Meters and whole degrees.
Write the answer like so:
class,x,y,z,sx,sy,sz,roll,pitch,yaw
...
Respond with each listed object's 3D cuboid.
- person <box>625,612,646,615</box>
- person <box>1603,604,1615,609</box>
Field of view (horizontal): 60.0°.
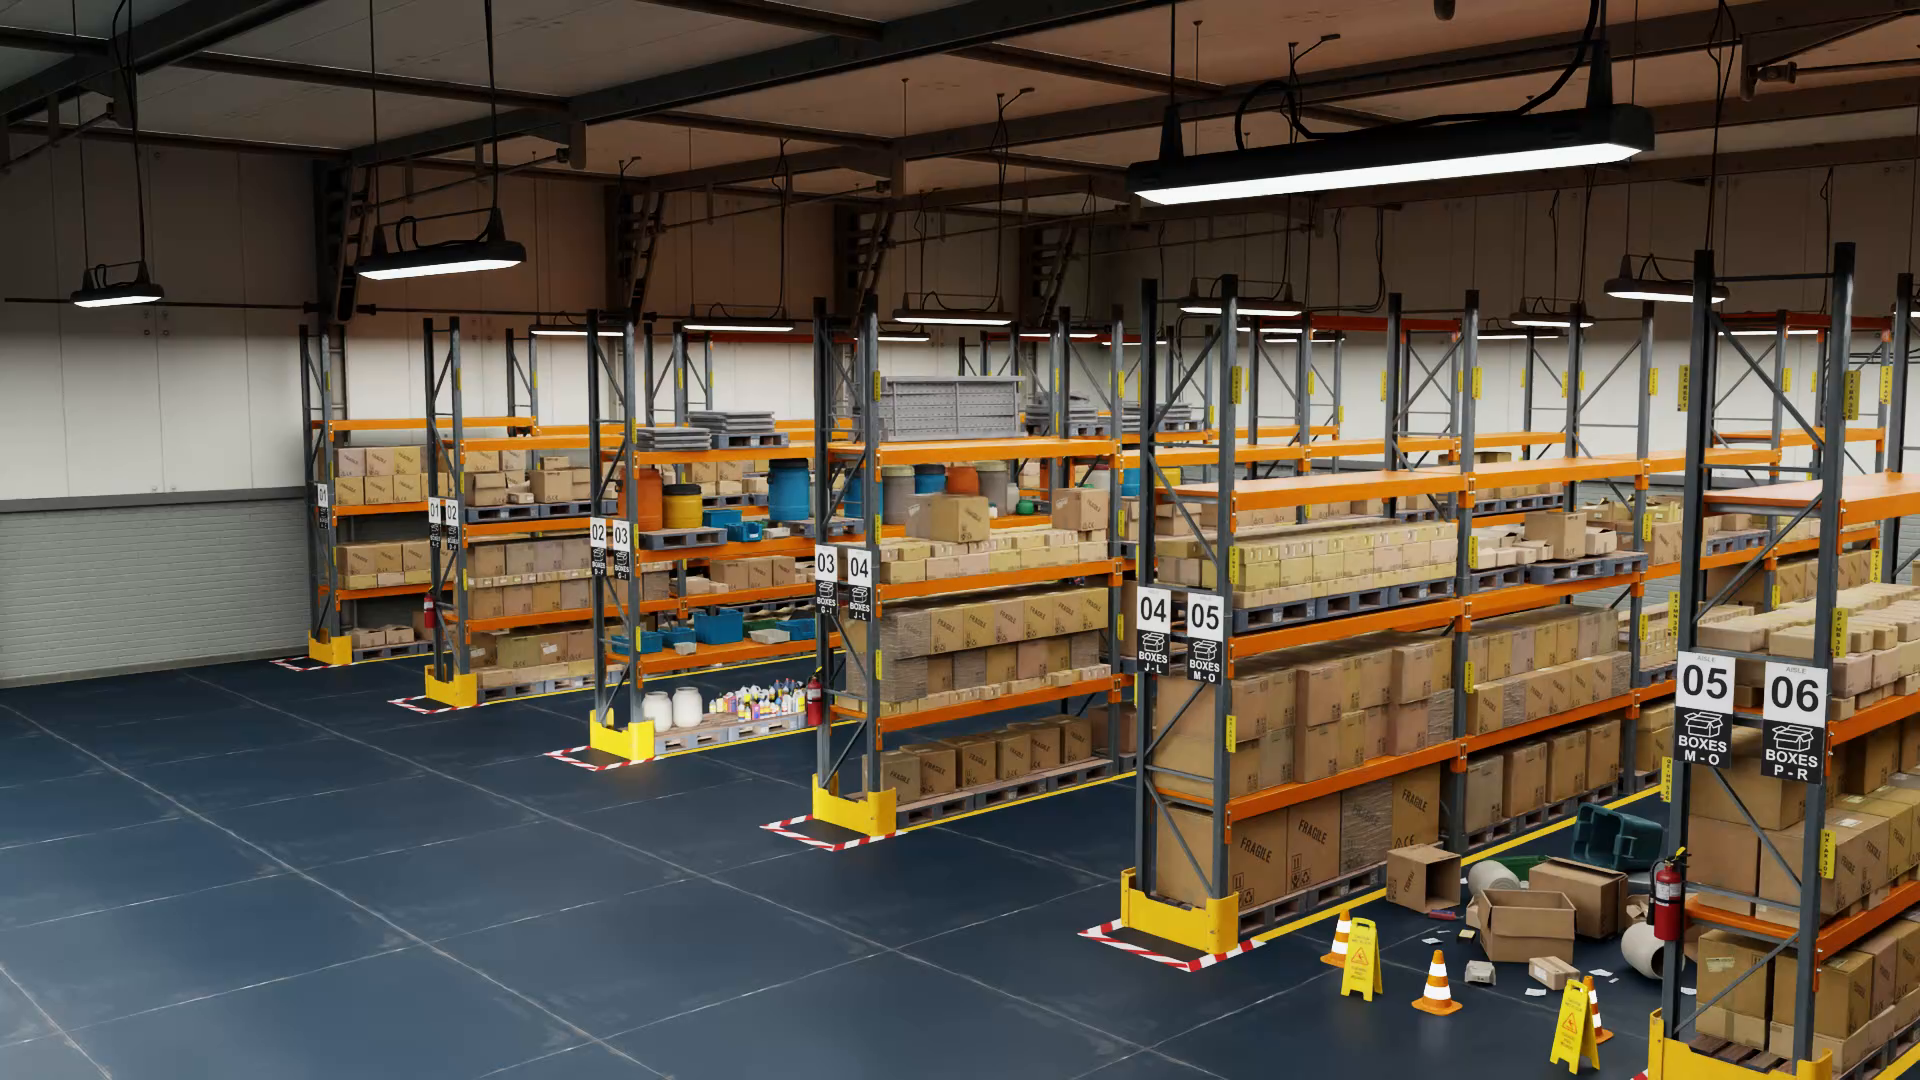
class,x,y,z,sx,sy,sz,roll,pitch,yaw
person,-6.138,1.235,30.865,0.423,1.612,1.082,5,8,43
person,9.634,1.809,24.776,0.571,1.719,0.453,1,6,6
